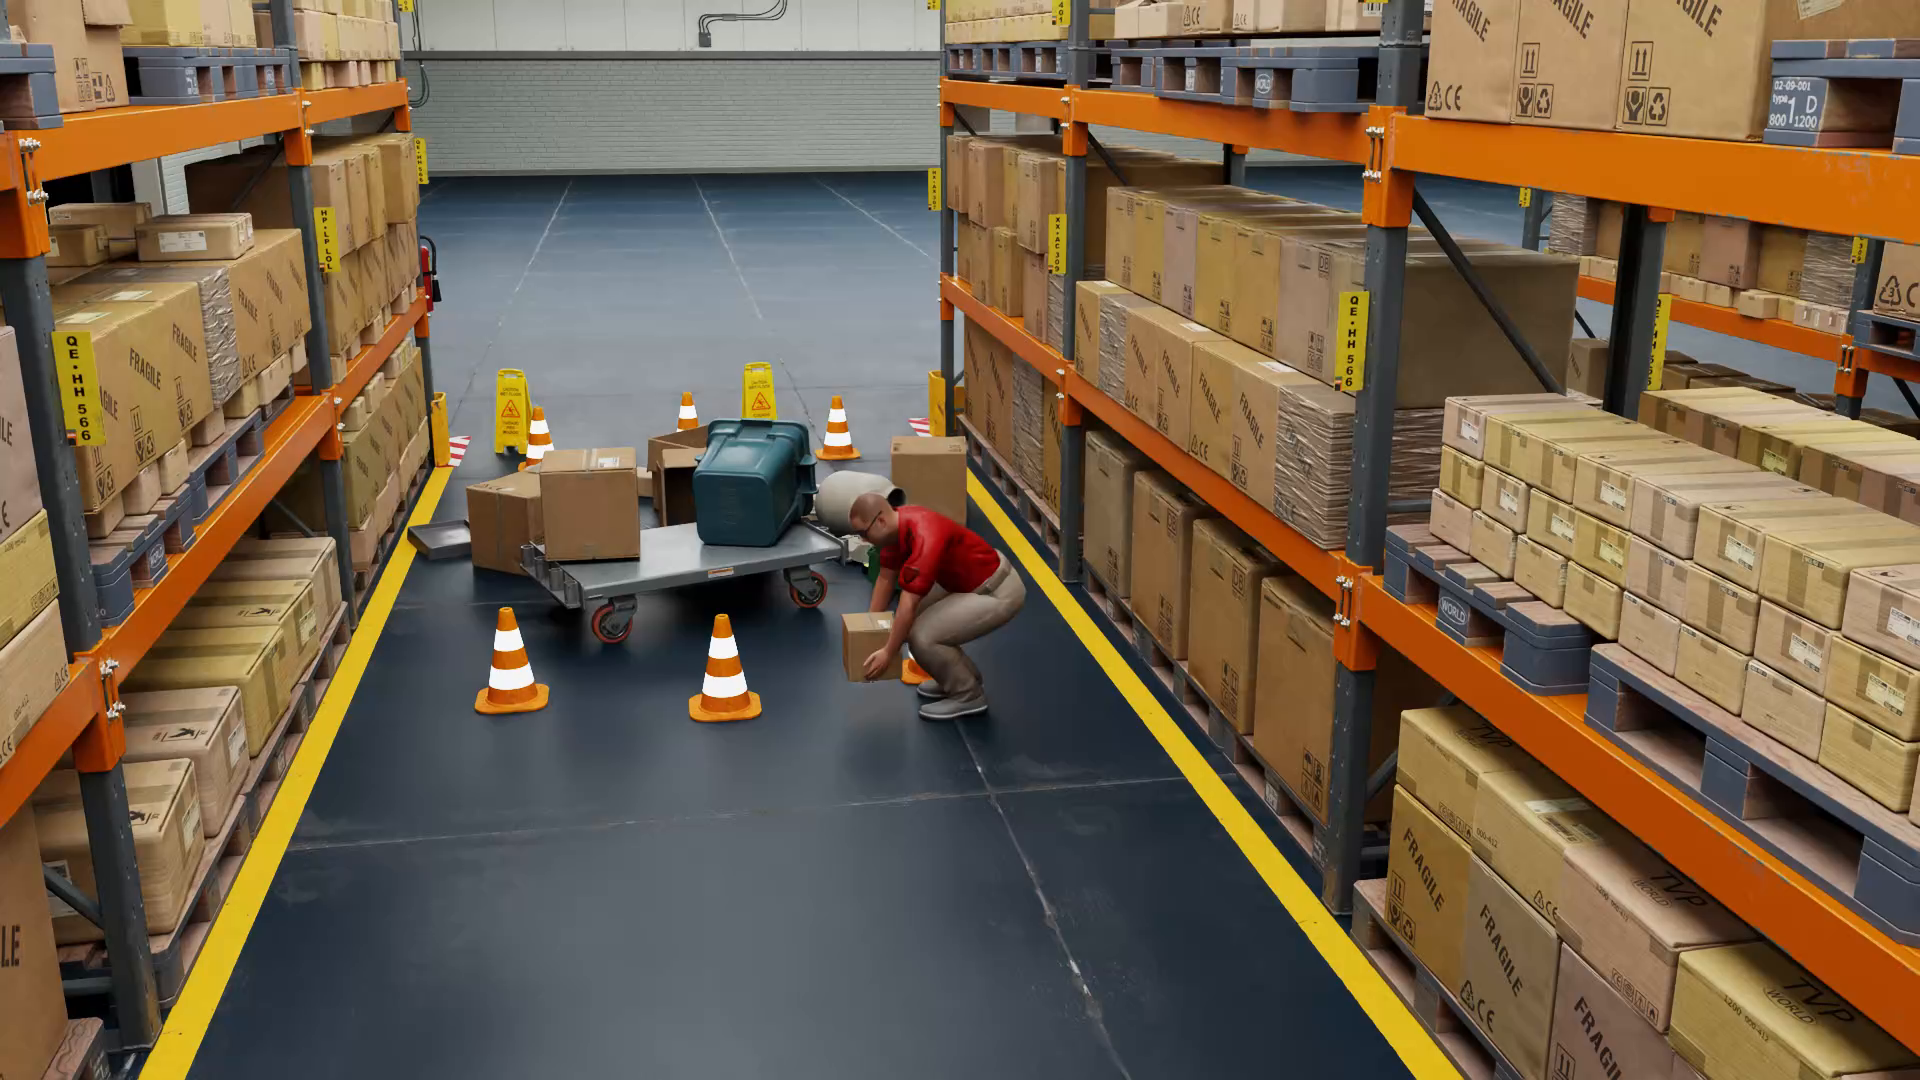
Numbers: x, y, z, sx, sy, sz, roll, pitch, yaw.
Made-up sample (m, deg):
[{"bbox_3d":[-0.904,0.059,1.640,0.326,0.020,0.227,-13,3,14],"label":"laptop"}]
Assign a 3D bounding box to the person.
[{"bbox_3d":[-0.103,0.282,7.755,0.828,1.086,0.576,-3,17,-11],"label":"person"}]
